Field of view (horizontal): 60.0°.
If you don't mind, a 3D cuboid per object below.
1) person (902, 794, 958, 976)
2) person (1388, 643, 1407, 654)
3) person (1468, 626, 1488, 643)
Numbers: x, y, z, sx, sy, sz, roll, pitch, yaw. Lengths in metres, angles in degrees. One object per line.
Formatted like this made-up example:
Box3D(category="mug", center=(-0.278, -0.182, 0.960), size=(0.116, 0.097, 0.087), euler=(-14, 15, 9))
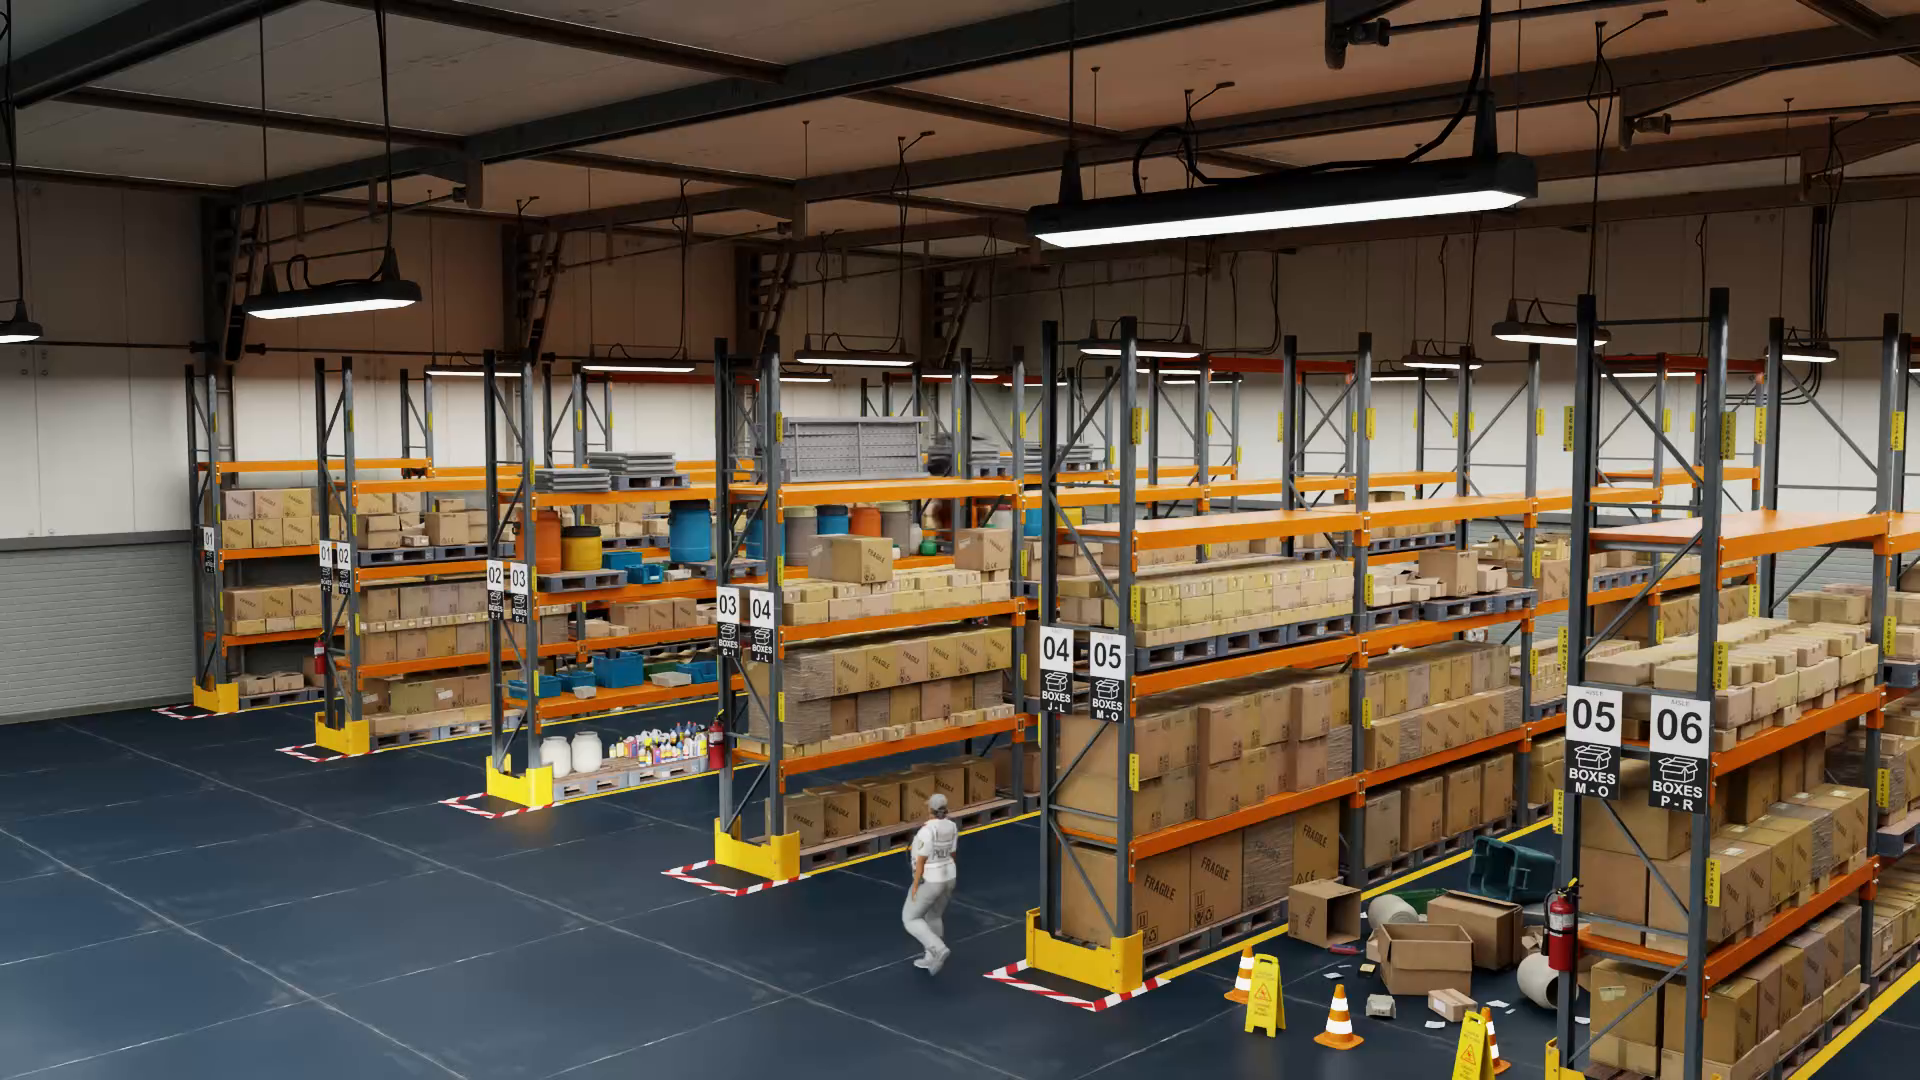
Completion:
Box3D(category="person", center=(-0.242, 3.161, 15.310), size=(0.507, 1.660, 0.496), euler=(3, 5, 30))
Box3D(category="person", center=(6.912, 2.302, 26.250), size=(0.505, 1.768, 0.995), euler=(4, 6, 43))
Box3D(category="person", center=(9.625, 1.943, 31.047), size=(0.418, 1.708, 0.431), euler=(0, 4, 3))
